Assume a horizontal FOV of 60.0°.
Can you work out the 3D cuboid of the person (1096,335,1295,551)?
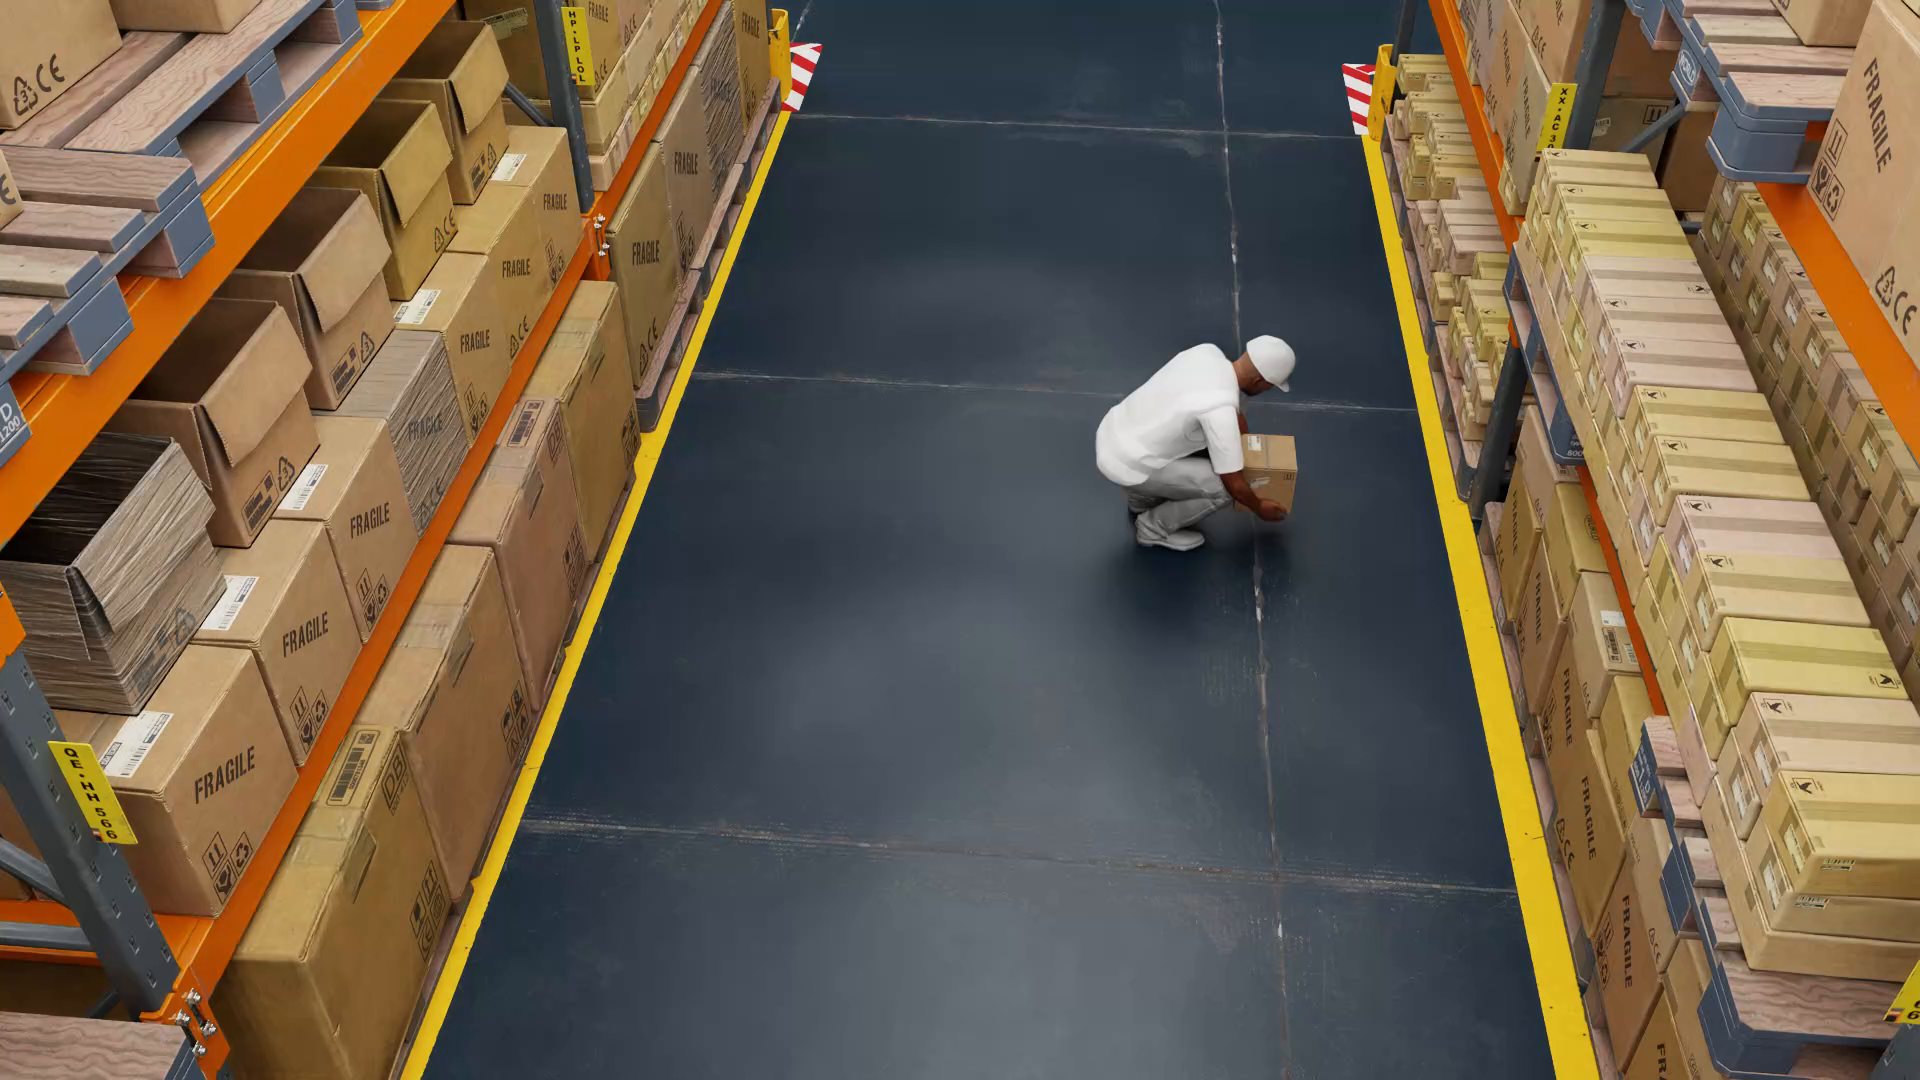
[{"bbox_3d":[1.030,-0.455,7.289,0.860,0.998,0.598,3,40,4],"label":"person"}]
